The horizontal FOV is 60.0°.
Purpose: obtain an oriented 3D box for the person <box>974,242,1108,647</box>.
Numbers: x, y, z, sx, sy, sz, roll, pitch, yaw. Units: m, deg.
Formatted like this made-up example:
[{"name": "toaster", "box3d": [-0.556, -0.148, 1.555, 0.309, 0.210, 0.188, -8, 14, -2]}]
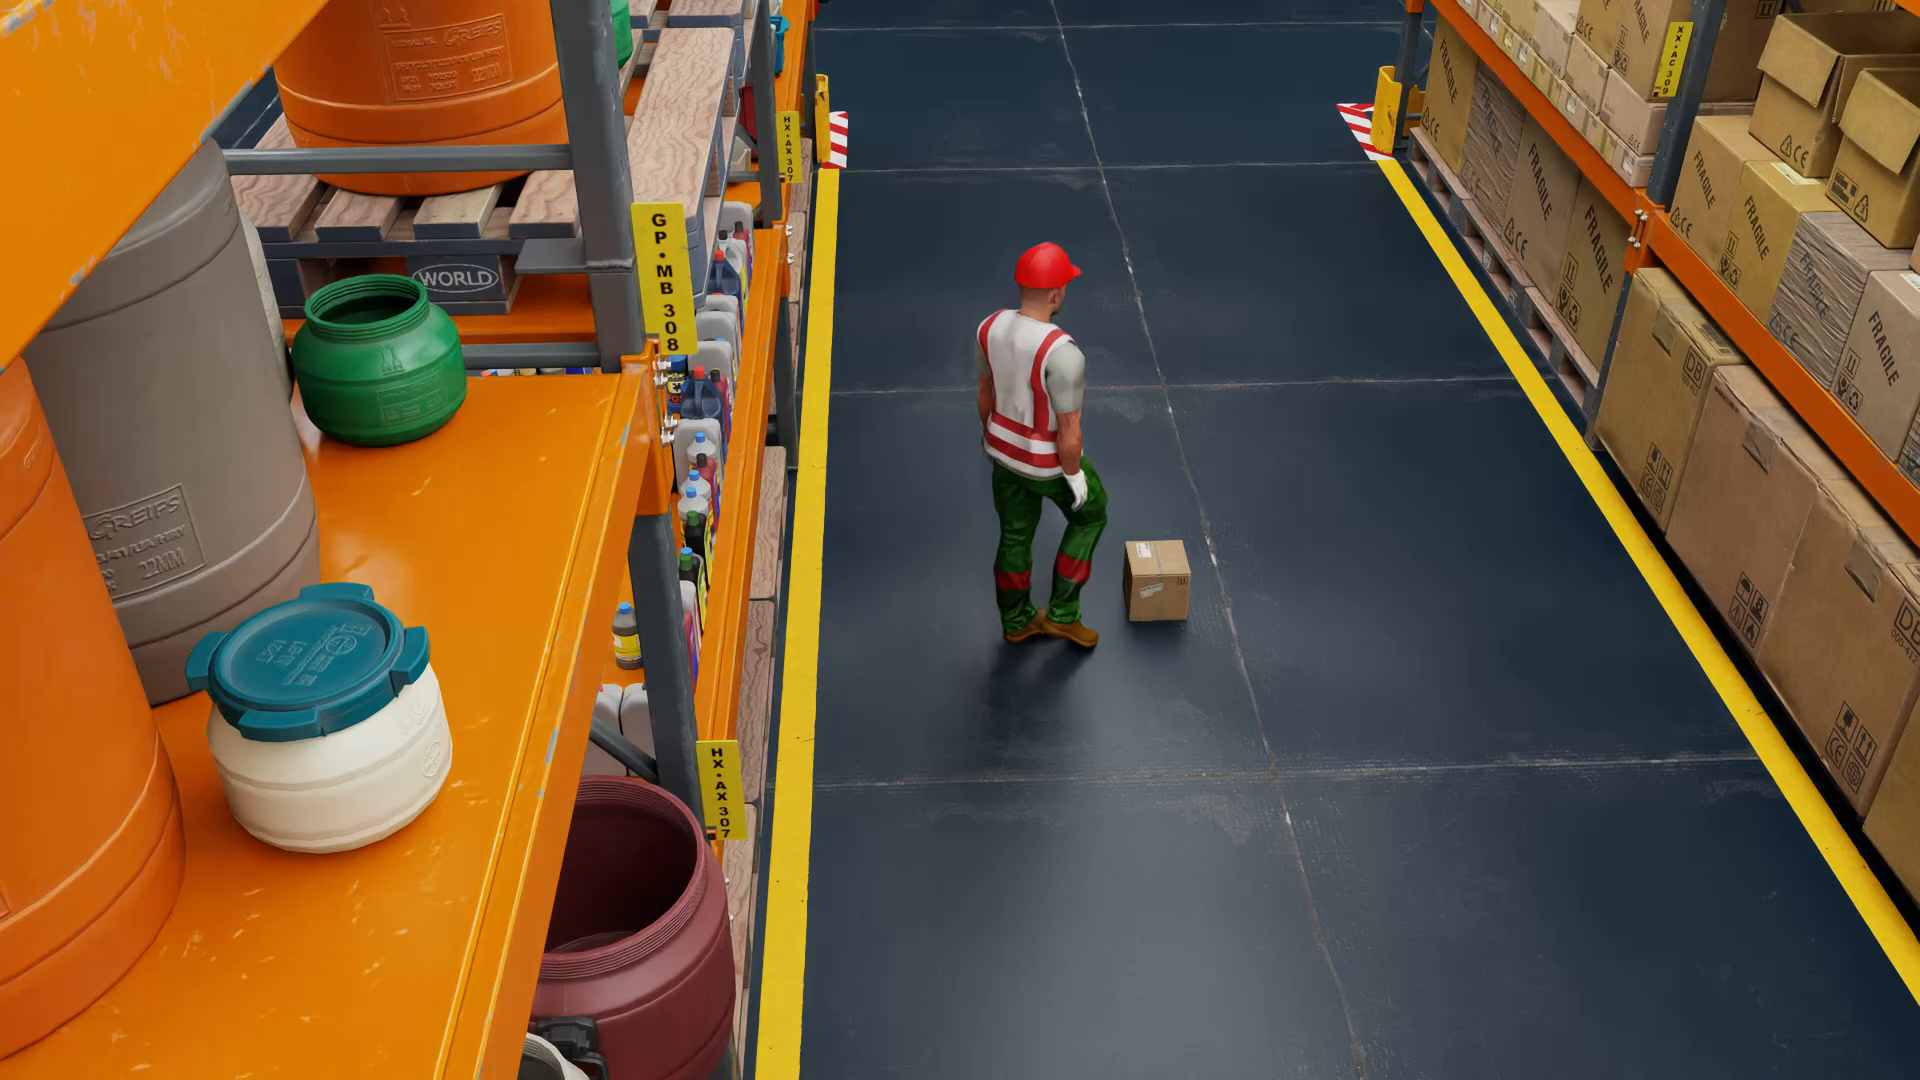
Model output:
[{"name": "person", "box3d": [0.324, -0.352, 6.628, 0.568, 1.806, 0.438, 27, 43, 33]}]
